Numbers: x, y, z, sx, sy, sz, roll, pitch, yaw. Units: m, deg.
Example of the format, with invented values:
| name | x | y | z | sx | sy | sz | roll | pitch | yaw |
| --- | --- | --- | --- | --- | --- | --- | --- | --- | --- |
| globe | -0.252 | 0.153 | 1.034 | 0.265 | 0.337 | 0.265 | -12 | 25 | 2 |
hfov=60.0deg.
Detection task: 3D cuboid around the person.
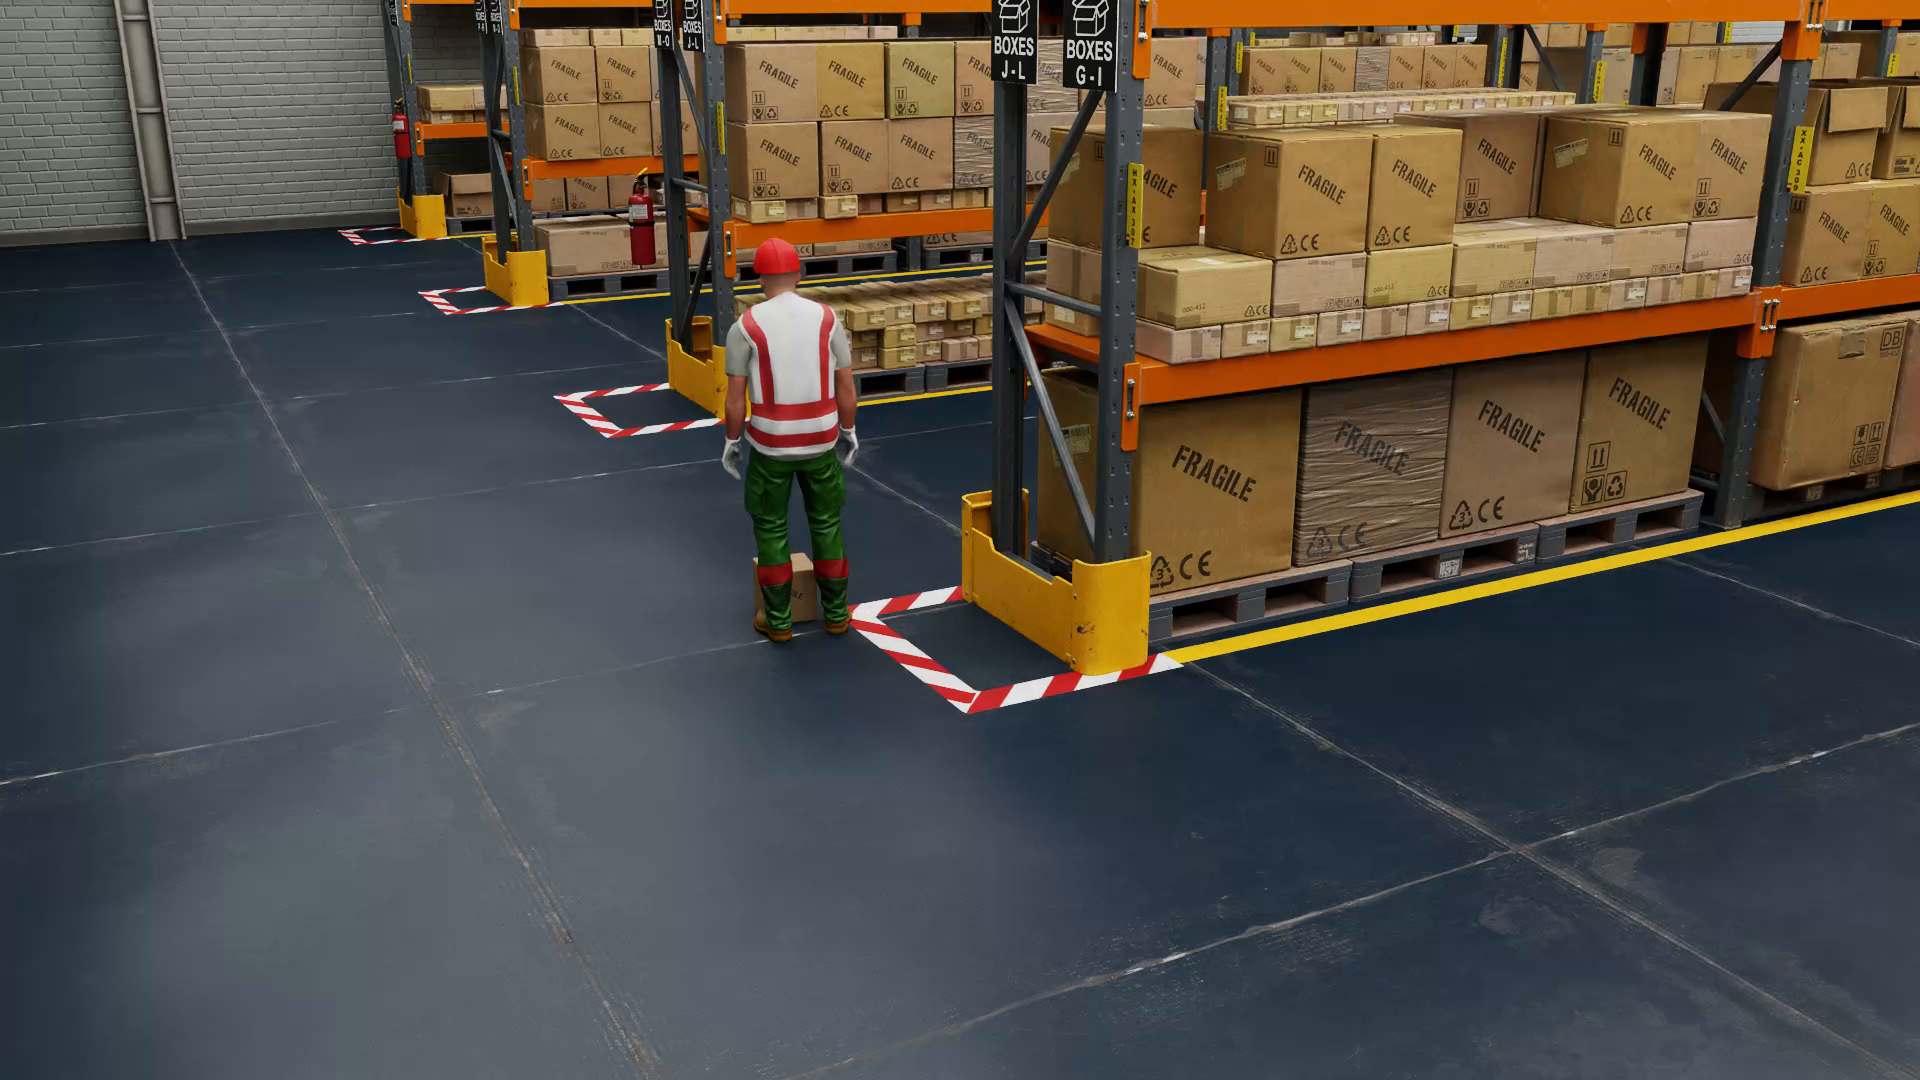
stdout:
| name | x | y | z | sx | sy | sz | roll | pitch | yaw |
| --- | --- | --- | --- | --- | --- | --- | --- | --- | --- |
| person | -0.746 | -0.431 | 7.341 | 0.617 | 1.778 | 0.456 | -6 | 19 | -17 |
